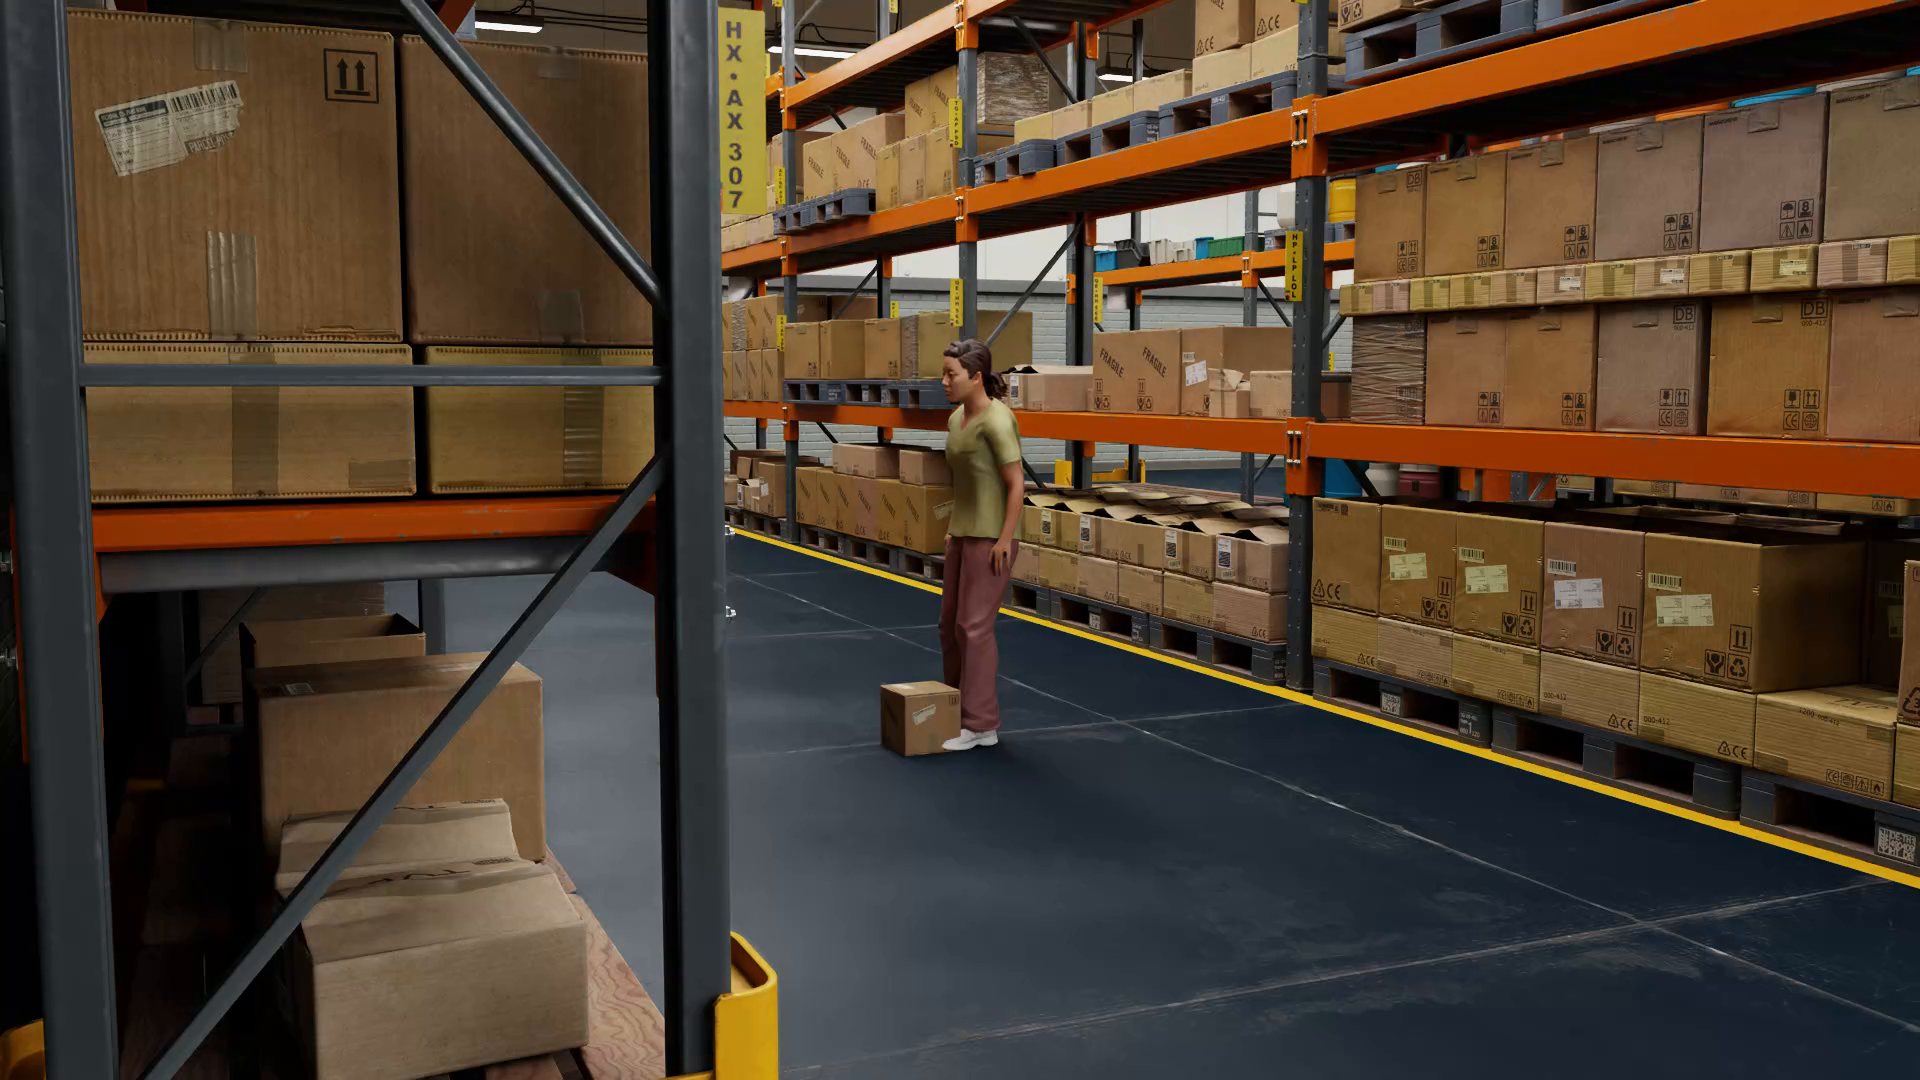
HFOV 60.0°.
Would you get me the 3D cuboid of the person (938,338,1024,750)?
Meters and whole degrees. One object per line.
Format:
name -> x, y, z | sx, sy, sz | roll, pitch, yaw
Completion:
person -> 0.038, 0.012, 6.844 | 0.416, 1.671, 0.510 | -3, 6, -27
